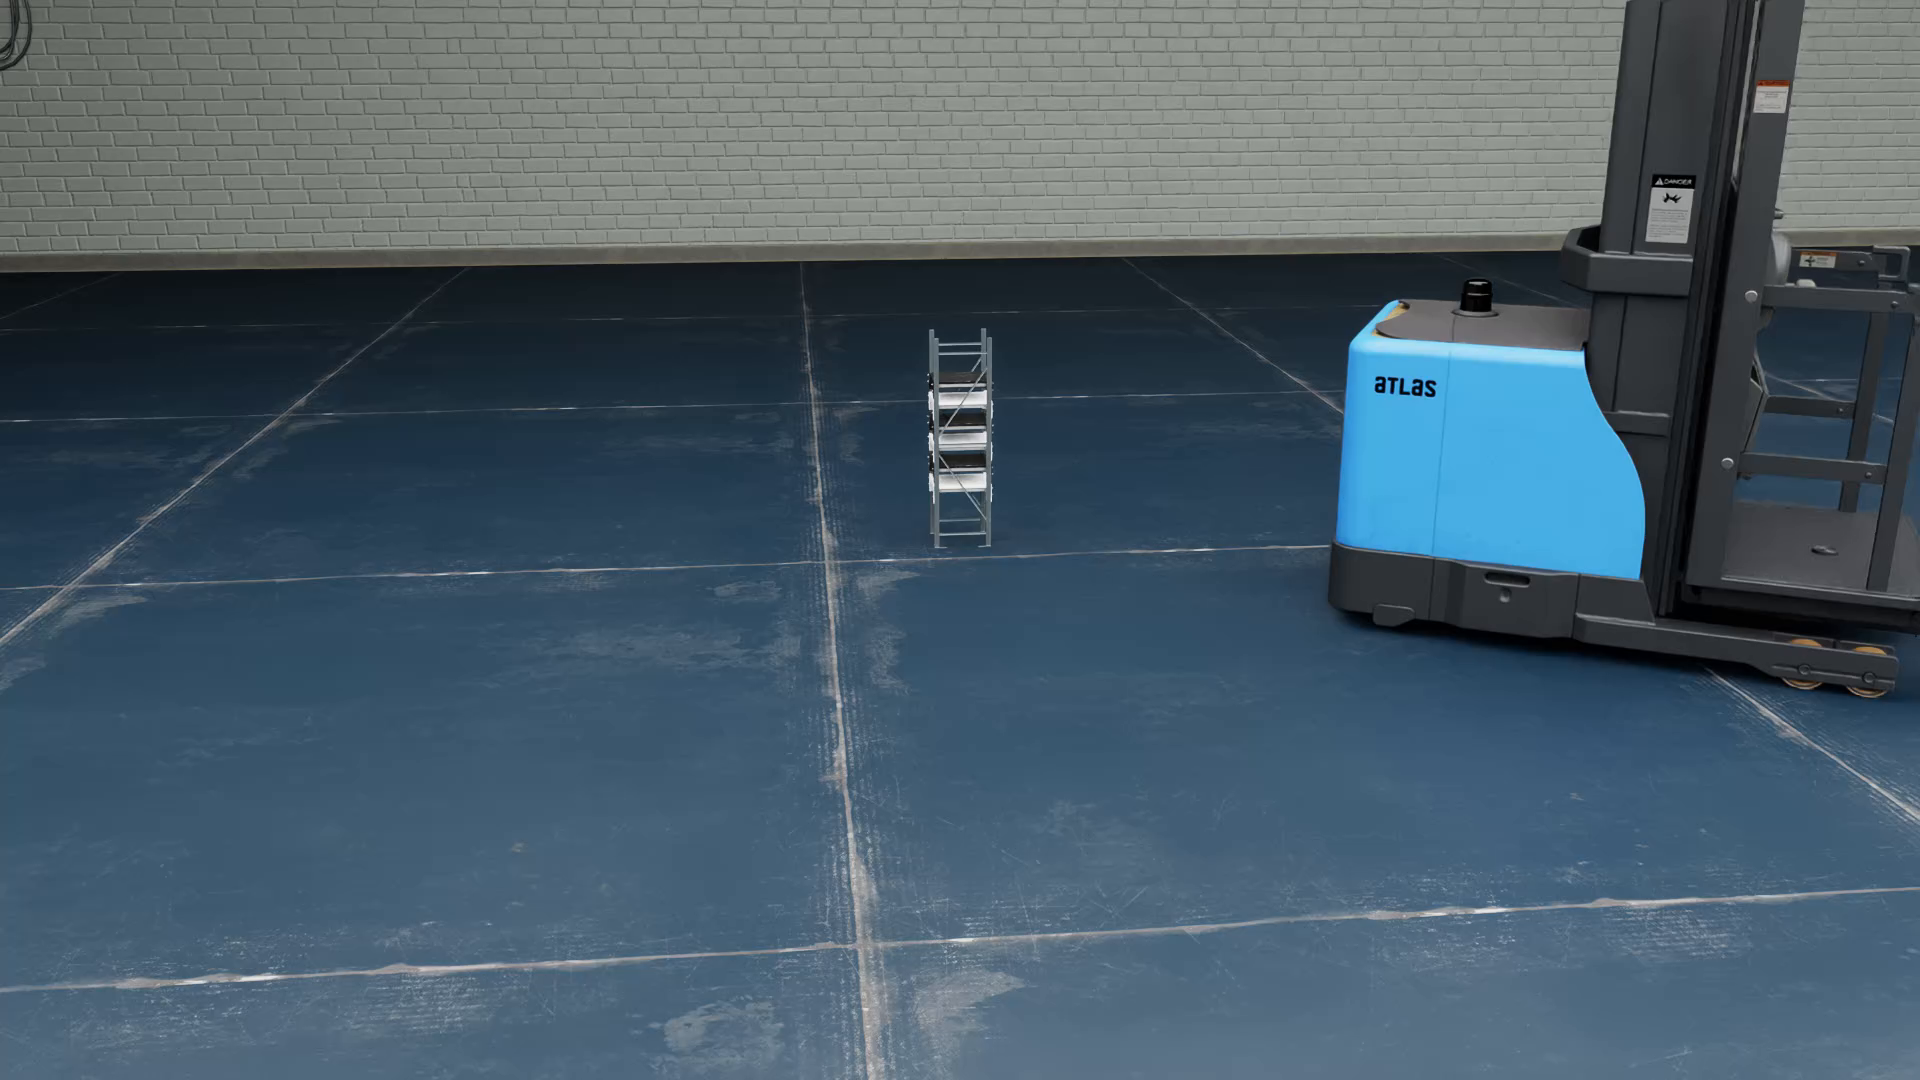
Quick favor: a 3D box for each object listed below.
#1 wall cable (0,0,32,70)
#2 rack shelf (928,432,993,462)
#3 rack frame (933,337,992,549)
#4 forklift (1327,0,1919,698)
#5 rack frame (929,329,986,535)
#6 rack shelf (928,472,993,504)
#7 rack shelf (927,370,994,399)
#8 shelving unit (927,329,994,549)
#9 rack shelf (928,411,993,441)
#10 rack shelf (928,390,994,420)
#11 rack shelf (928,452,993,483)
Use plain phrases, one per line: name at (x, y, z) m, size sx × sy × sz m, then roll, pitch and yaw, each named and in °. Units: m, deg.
wall cable at (-9.425, -5.139, 13.706) m, size 3.097 × 2.526 × 0.112 m, roll -2°, pitch 18°, yaw -6°
rack shelf at (0.001, -0.395, 7.045) m, size 0.258 × 0.077 × 0.200 m, roll -2°, pitch 18°, yaw -6°
rack frame at (0.011, -0.397, 6.938) m, size 0.240 × 0.900 × 0.006 m, roll -2°, pitch 18°, yaw -6°
forklift at (2.941, -1.056, 5.647) m, size 3.031 × 2.935 × 1.130 m, roll 7°, pitch 19°, yaw 21°
rack frame at (-0.010, -0.457, 7.131) m, size 0.240 × 0.900 × 0.006 m, roll -2°, pitch 18°, yaw -6°
rack shelf at (0.001, -0.223, 7.098) m, size 0.258 × 0.077 × 0.200 m, roll -2°, pitch 18°, yaw -6°
rack shelf at (0.001, -0.653, 6.964) m, size 0.258 × 0.077 × 0.200 m, roll -2°, pitch 18°, yaw -6°
shelving unit at (0.001, -0.427, 7.035) m, size 0.258 × 0.900 × 0.210 m, roll -2°, pitch 18°, yaw -6°
rack shelf at (0.001, -0.481, 7.018) m, size 0.258 × 0.077 × 0.200 m, roll -2°, pitch 18°, yaw -6°
rack shelf at (0.001, -0.567, 6.991) m, size 0.258 × 0.077 × 0.200 m, roll -2°, pitch 18°, yaw -6°
rack shelf at (0.001, -0.309, 7.072) m, size 0.258 × 0.077 × 0.200 m, roll -2°, pitch 18°, yaw -6°
